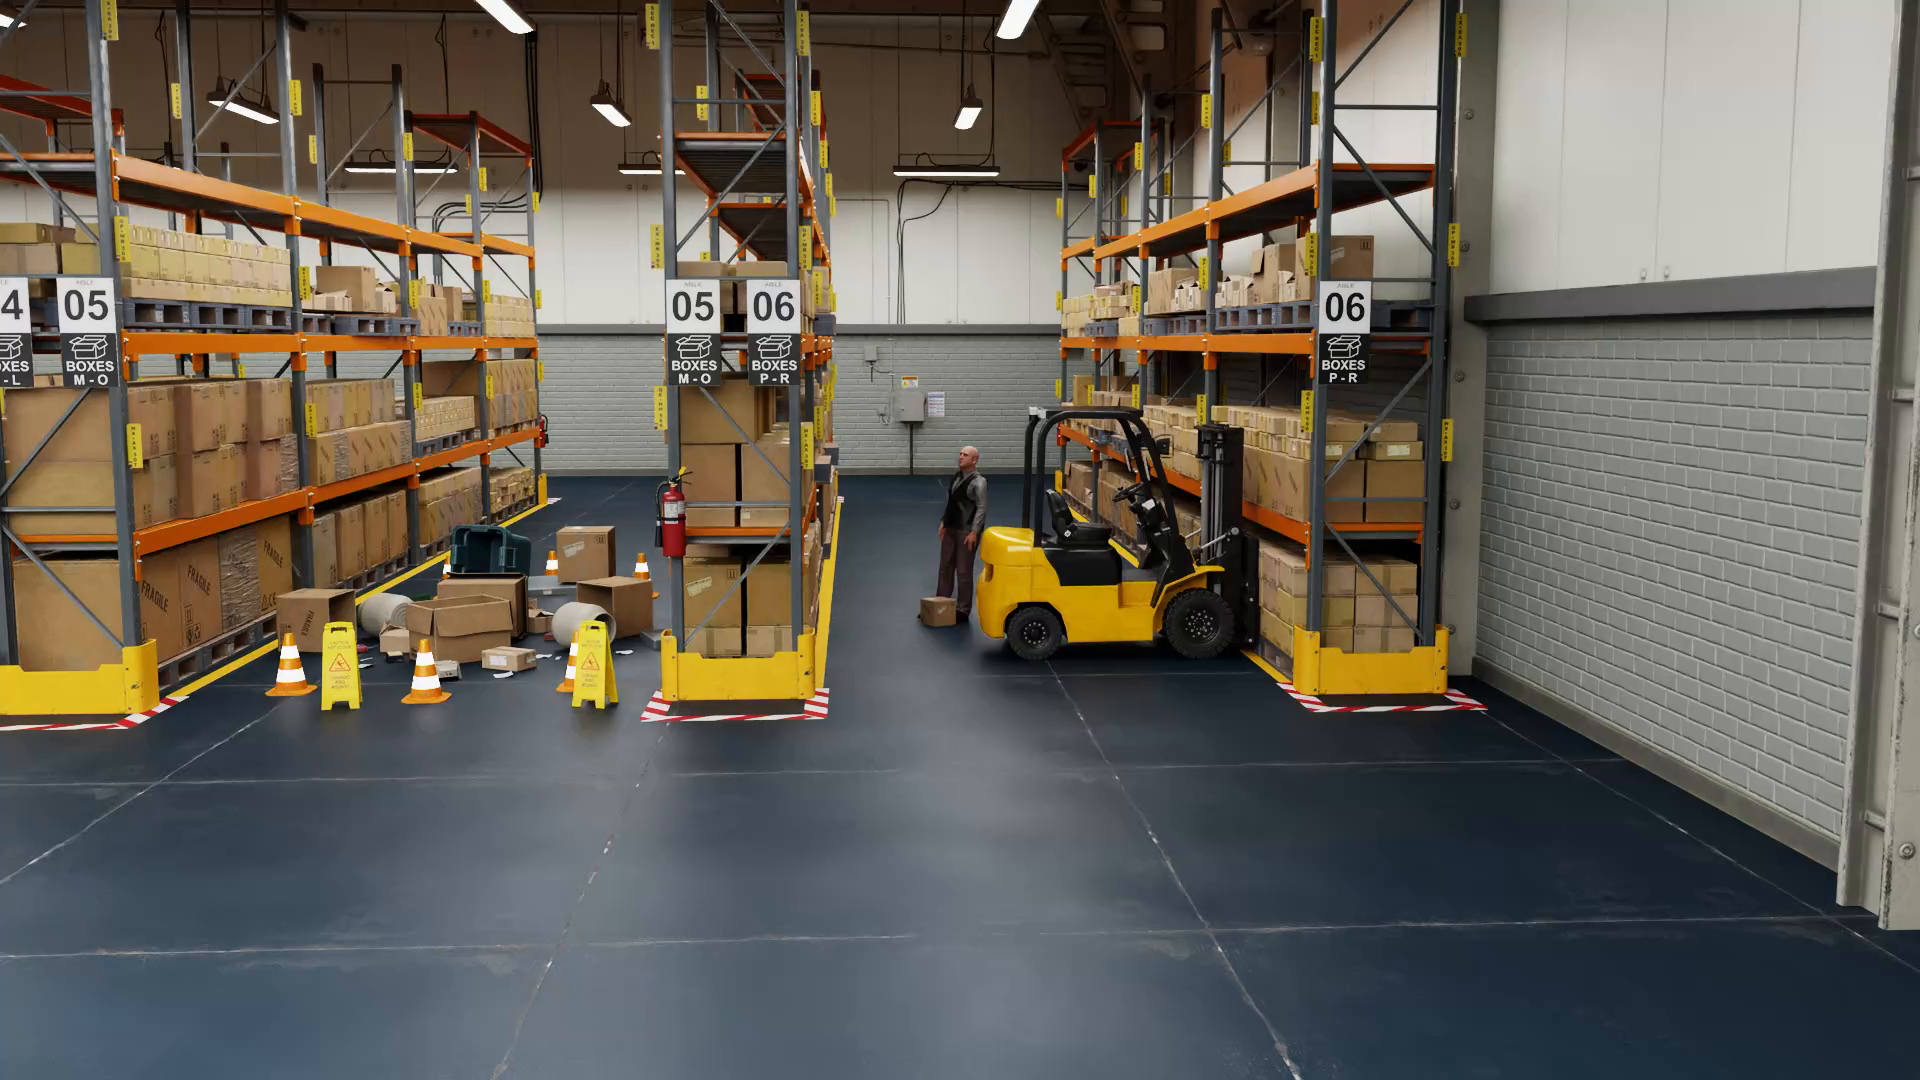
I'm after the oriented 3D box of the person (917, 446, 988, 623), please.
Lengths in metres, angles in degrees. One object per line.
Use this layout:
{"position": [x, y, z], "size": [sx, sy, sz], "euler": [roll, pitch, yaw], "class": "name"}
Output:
{"position": [-0.039, -0.058, 16.263], "size": [0.568, 1.720, 0.630], "euler": [-4, 8, -33], "class": "person"}
